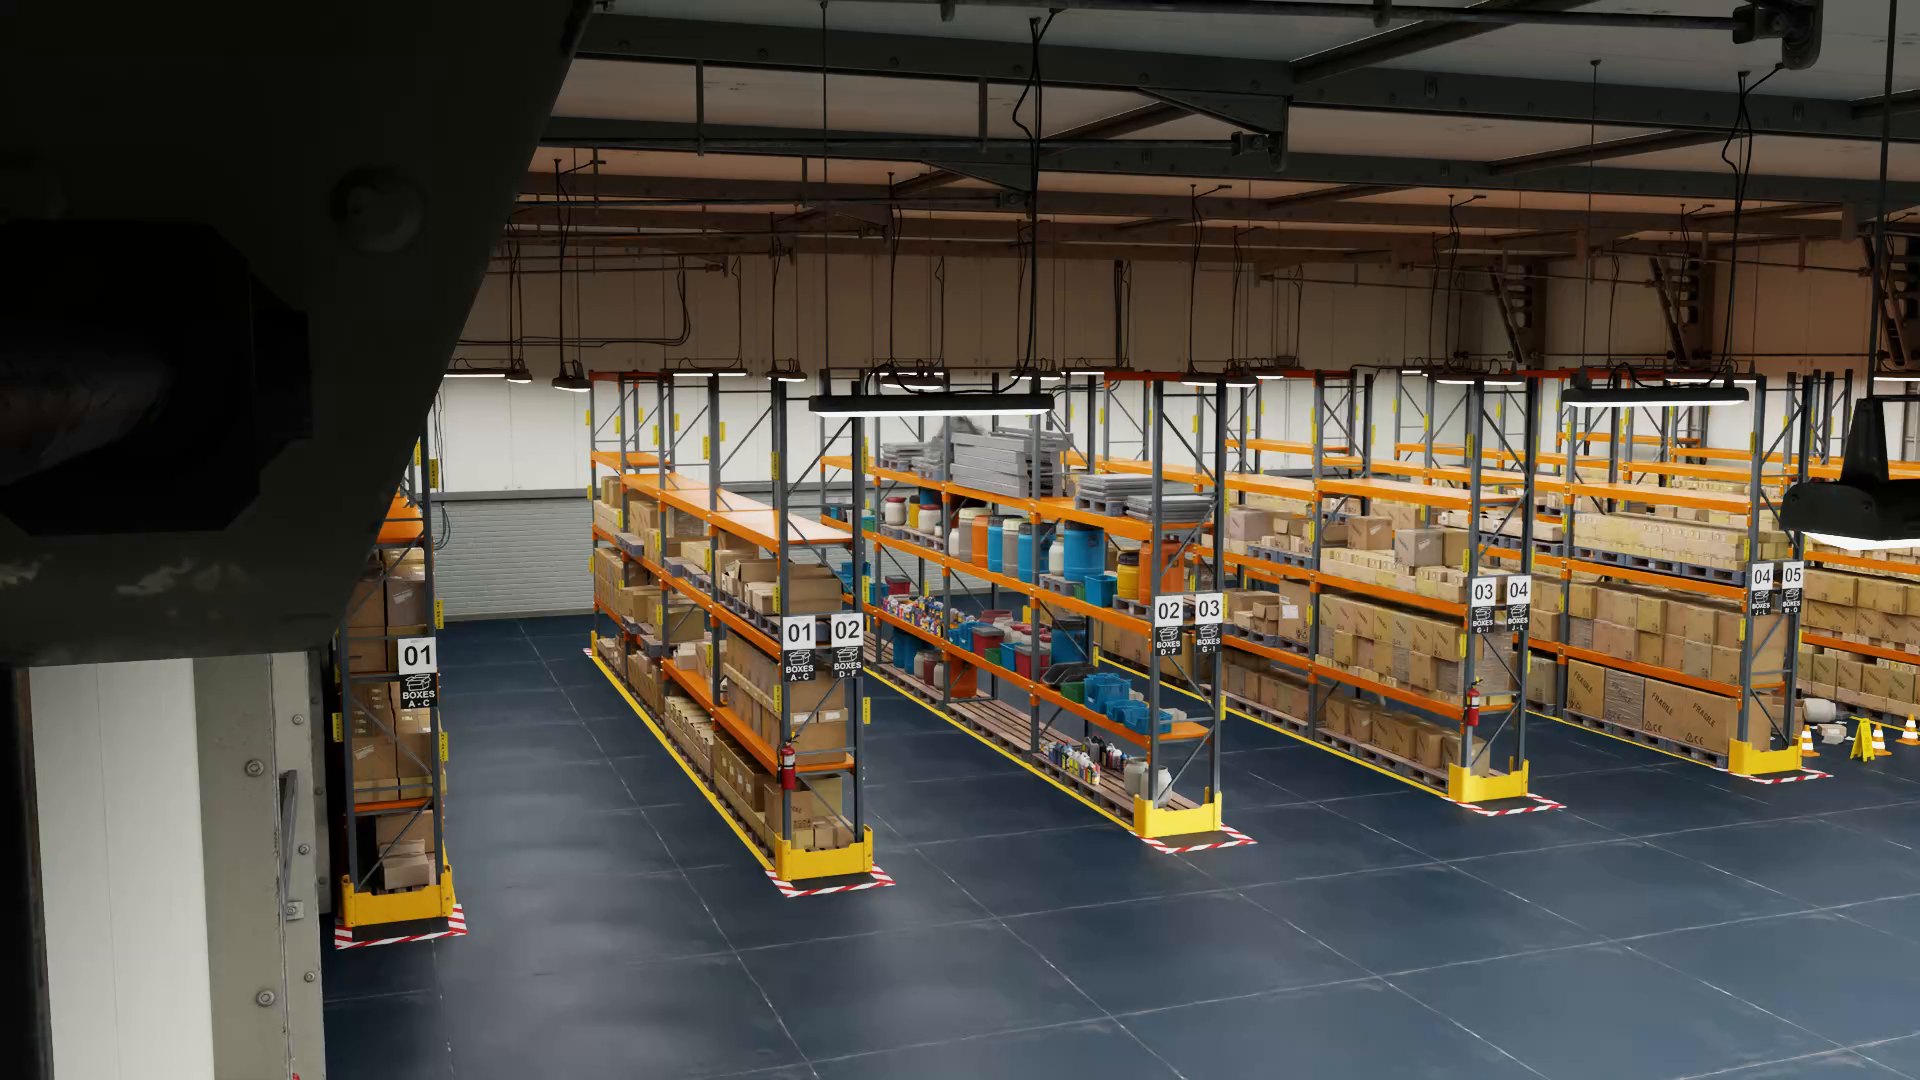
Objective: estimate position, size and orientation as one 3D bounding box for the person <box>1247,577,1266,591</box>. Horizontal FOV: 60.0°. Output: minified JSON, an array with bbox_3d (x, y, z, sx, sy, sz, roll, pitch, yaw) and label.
[{"bbox_3d":[7.647,0.673,43.178,0.567,1.674,0.883,5,8,38],"label":"person"}]

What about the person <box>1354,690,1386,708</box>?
[{"bbox_3d":[7.363,2.250,29.420,0.657,1.556,1.111,-2,7,-16],"label":"person"}]

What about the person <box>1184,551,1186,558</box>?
[{"bbox_3d":[5.261,1.006,39.928,0.689,1.744,0.913,2,7,21],"label":"person"}]
